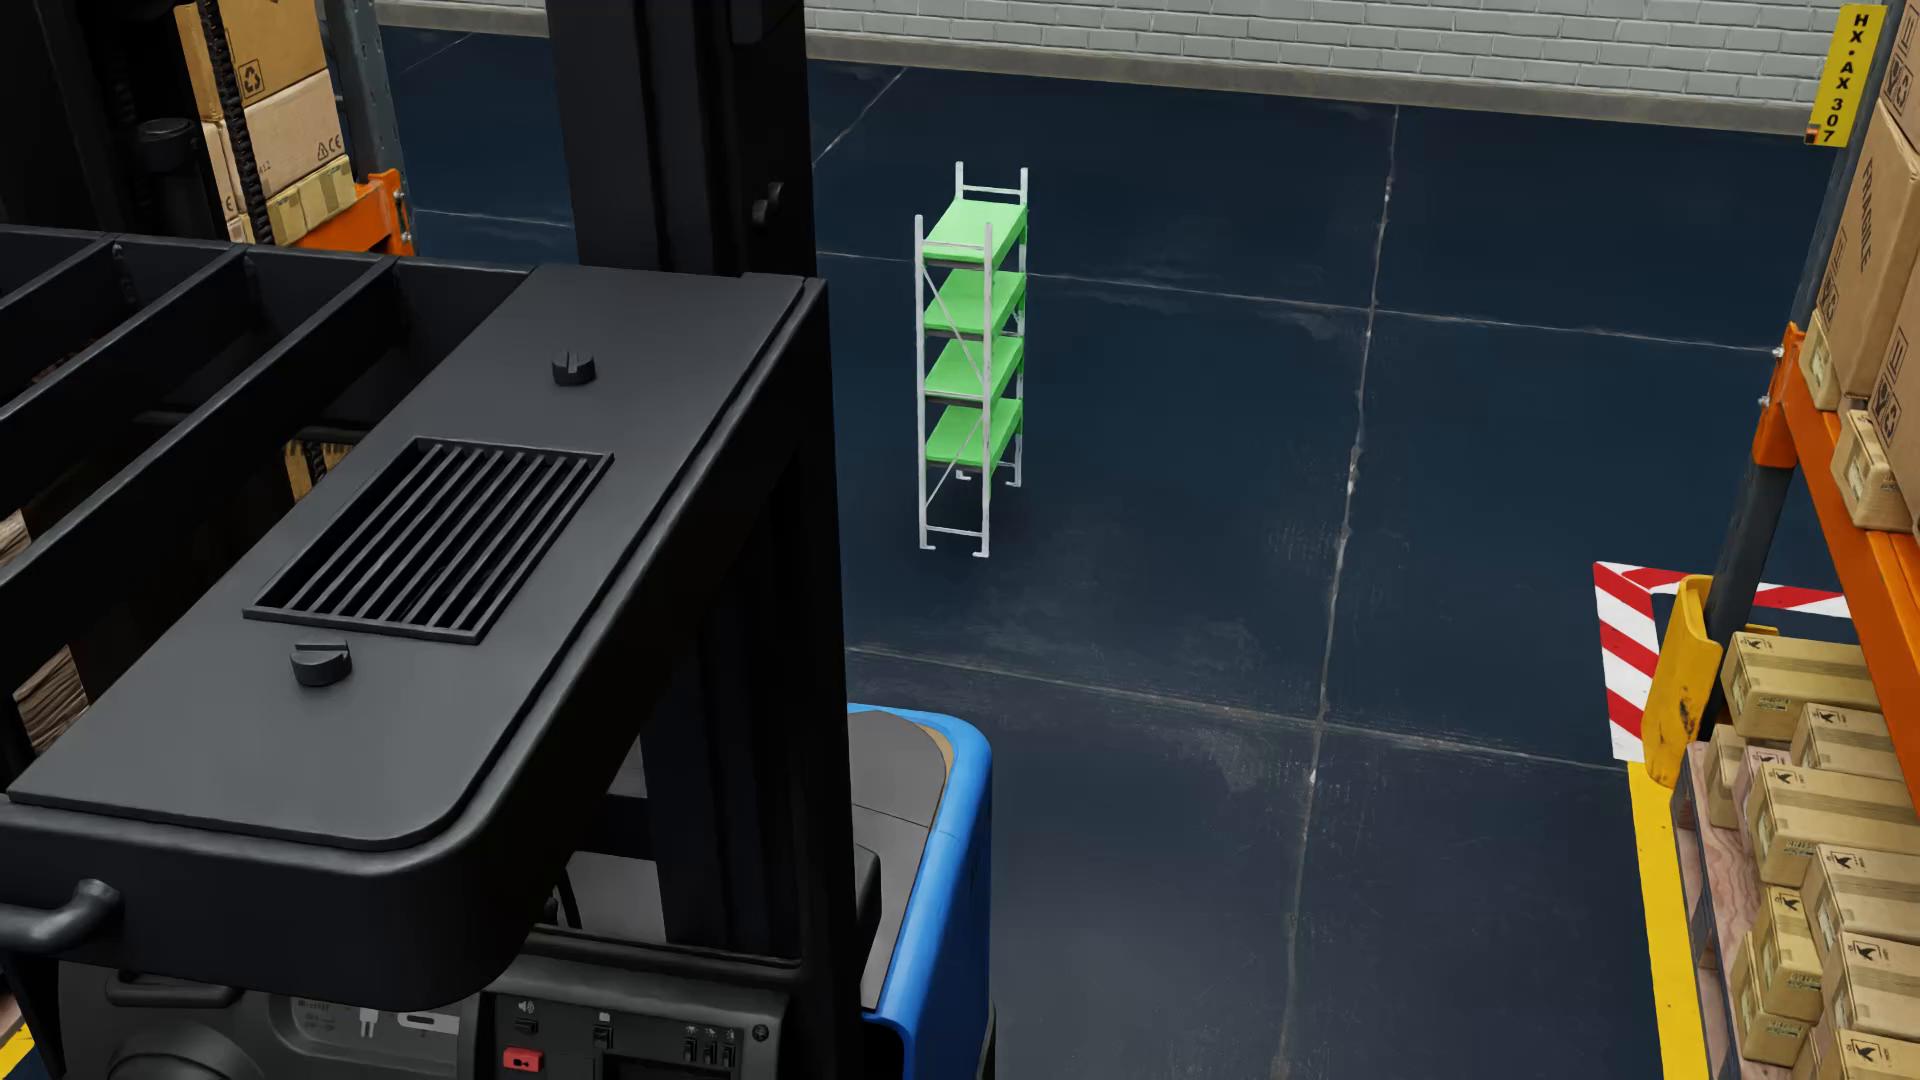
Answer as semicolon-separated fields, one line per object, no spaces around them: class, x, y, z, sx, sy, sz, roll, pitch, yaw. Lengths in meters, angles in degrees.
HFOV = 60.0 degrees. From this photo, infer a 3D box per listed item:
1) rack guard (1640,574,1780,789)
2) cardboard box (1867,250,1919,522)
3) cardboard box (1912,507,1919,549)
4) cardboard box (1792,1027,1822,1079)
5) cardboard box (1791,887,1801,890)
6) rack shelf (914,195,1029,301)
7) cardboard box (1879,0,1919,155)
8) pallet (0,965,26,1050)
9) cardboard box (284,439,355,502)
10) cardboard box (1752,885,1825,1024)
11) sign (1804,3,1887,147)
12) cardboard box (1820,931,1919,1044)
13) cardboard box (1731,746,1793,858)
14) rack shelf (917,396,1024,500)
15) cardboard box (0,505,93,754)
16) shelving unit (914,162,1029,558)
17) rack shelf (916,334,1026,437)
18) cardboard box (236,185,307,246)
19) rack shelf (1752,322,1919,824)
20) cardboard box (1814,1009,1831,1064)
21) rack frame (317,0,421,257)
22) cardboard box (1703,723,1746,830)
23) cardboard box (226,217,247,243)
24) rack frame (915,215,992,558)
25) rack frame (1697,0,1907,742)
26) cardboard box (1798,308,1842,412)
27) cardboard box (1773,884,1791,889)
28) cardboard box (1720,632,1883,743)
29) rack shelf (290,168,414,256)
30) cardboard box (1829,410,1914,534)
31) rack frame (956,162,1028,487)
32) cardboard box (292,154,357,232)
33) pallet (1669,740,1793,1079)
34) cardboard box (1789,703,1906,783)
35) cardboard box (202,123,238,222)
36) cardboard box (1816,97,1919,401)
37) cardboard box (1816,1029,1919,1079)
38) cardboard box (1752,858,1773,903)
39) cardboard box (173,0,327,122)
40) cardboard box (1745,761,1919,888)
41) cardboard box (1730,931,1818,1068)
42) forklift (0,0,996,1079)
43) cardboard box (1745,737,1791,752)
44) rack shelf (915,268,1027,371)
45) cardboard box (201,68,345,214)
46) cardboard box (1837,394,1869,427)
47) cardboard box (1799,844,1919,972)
rack guard;2.542;0.468;4.547;1.175;0.500;0.348;8;33;12
cardboard box;2.069;-0.317;3.083;0.500;0.500;0.500;8;33;12
cardboard box;1.933;-0.065;2.685;0.500;0.500;0.500;8;33;13
cardboard box;1.932;1.168;3.383;0.380;0.149;0.250;8;33;12
cardboard box;2.080;0.785;3.708;0.380;0.149;0.250;8;33;13
rack shelf;0.042;-0.943;5.340;0.258;0.148;0.480;8;33;12
cardboard box;2.191;-1.019;3.254;0.500;0.500;0.500;8;33;12
pallet;-2.649;0.880;4.170;1.003;0.211;1.213;8;33;12
cardboard box;-2.295;-0.291;5.001;0.875;0.875;0.875;8;33;12
cardboard box;1.910;0.903;3.522;0.380;0.149;0.250;9;34;14
sign;2.037;-1.065;3.823;0.100;0.325;0.005;8;33;12
cardboard box;1.896;0.930;3.203;0.380;0.149;0.250;9;34;14
cardboard box;2.056;0.646;3.927;0.380;0.149;0.250;8;33;12
rack shelf;0.042;-0.336;5.726;0.258;0.148;0.480;8;33;12
cardboard box;-2.526;0.181;4.259;0.875;0.875;0.875;8;33;12
shelving unit;0.042;-0.592;5.563;0.258;1.200;0.503;8;33;12
rack shelf;0.042;-0.538;5.598;0.258;0.148;0.480;8;33;12
cardboard box;-2.047;-0.883;4.577;0.380;0.149;0.250;8;33;13
rack shelf;2.054;0.715;2.499;1.077;0.370;4.000;8;33;12
cardboard box;1.934;1.054;3.285;0.380;0.149;0.250;6;33;10
rack frame;-2.210;-1.354;5.084;1.000;3.000;0.127;8;33;12
cardboard box;2.119;0.628;4.232;0.380;0.149;0.250;9;33;13
cardboard box;-2.112;-0.752;4.372;0.380;0.149;0.250;8;33;12
rack frame;-0.020;-0.466;5.364;0.240;1.200;0.015;8;33;12
rack frame;2.562;-0.626;3.939;1.000;3.000;0.127;8;33;12
cardboard box;2.162;-0.397;3.812;0.380;0.149;0.250;8;33;12
cardboard box;2.075;0.905;3.797;0.380;0.149;0.250;8;33;13
cardboard box;2.100;0.374;4.076;0.380;0.149;0.250;7;33;10
rack shelf;-2.718;-0.012;3.644;1.077;0.370;4.000;8;33;12
cardboard box;2.018;-0.127;3.387;0.380;0.149;0.250;7;33;11
rack frame;0.104;-0.719;5.762;0.240;1.200;0.015;8;33;12
cardboard box;-1.982;-1.018;4.790;0.380;0.149;0.250;9;33;13
pallet;2.302;1.007;3.969;1.003;0.211;1.213;8;33;12
cardboard box;2.146;0.534;3.826;0.380;0.149;0.250;9;33;13
cardboard box;-2.206;-0.865;4.178;0.500;0.250;0.500;7;33;12
cardboard box;2.180;-0.598;3.525;0.500;0.500;0.500;10;34;15
cardboard box;1.785;1.060;2.998;0.380;0.149;0.250;9;33;13
cardboard box;2.132;0.775;4.001;0.380;0.149;0.250;8;33;12
cardboard box;-2.080;-1.444;4.389;0.500;0.500;0.500;8;33;13
cardboard box;1.959;0.647;3.647;0.380;0.149;0.250;8;33;12
cardboard box;1.905;1.023;3.611;0.380;0.149;0.250;8;33;13
forklift;-0.706;0.740;1.855;1.130;2.935;3.031;6;33;9
cardboard box;2.180;0.511;4.138;0.380;0.149;0.250;9;34;14
rack shelf;0.042;-0.741;5.469;0.258;0.148;0.480;8;33;12
cardboard box;-2.077;-1.128;4.592;0.500;0.250;0.500;7;33;12
cardboard box;2.138;-0.259;3.595;0.380;0.149;0.250;9;34;14
cardboard box;1.976;0.787;3.427;0.380;0.149;0.250;6;33;10
